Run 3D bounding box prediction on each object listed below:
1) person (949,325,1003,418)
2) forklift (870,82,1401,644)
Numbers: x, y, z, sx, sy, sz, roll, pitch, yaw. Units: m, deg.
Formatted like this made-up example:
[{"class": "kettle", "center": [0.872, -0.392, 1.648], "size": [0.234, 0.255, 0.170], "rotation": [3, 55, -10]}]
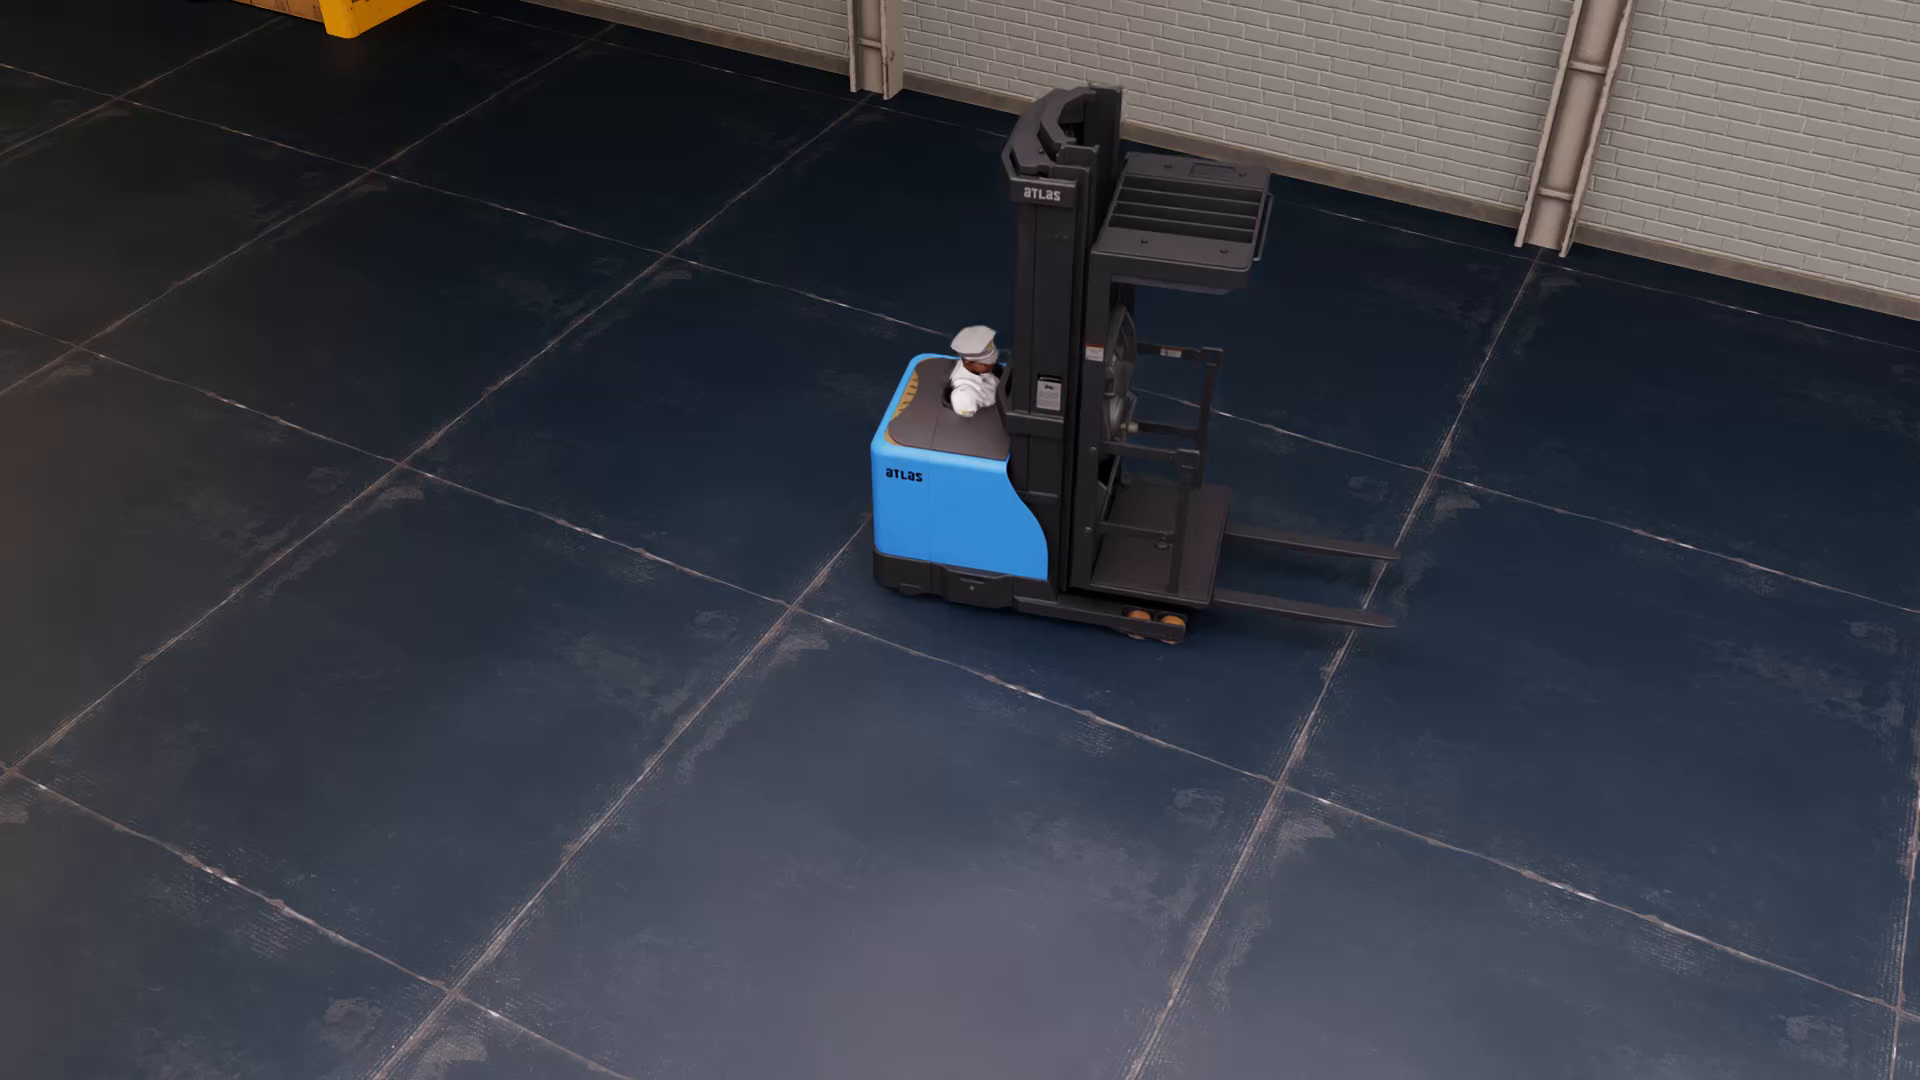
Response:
[{"class": "person", "center": [0.181, -0.567, 9.707], "size": [0.521, 1.508, 0.775], "rotation": [15, 42, 17]}, {"class": "forklift", "center": [1.059, -0.902, 9.057], "size": [3.031, 2.935, 1.130], "rotation": [9, 41, 11]}]
